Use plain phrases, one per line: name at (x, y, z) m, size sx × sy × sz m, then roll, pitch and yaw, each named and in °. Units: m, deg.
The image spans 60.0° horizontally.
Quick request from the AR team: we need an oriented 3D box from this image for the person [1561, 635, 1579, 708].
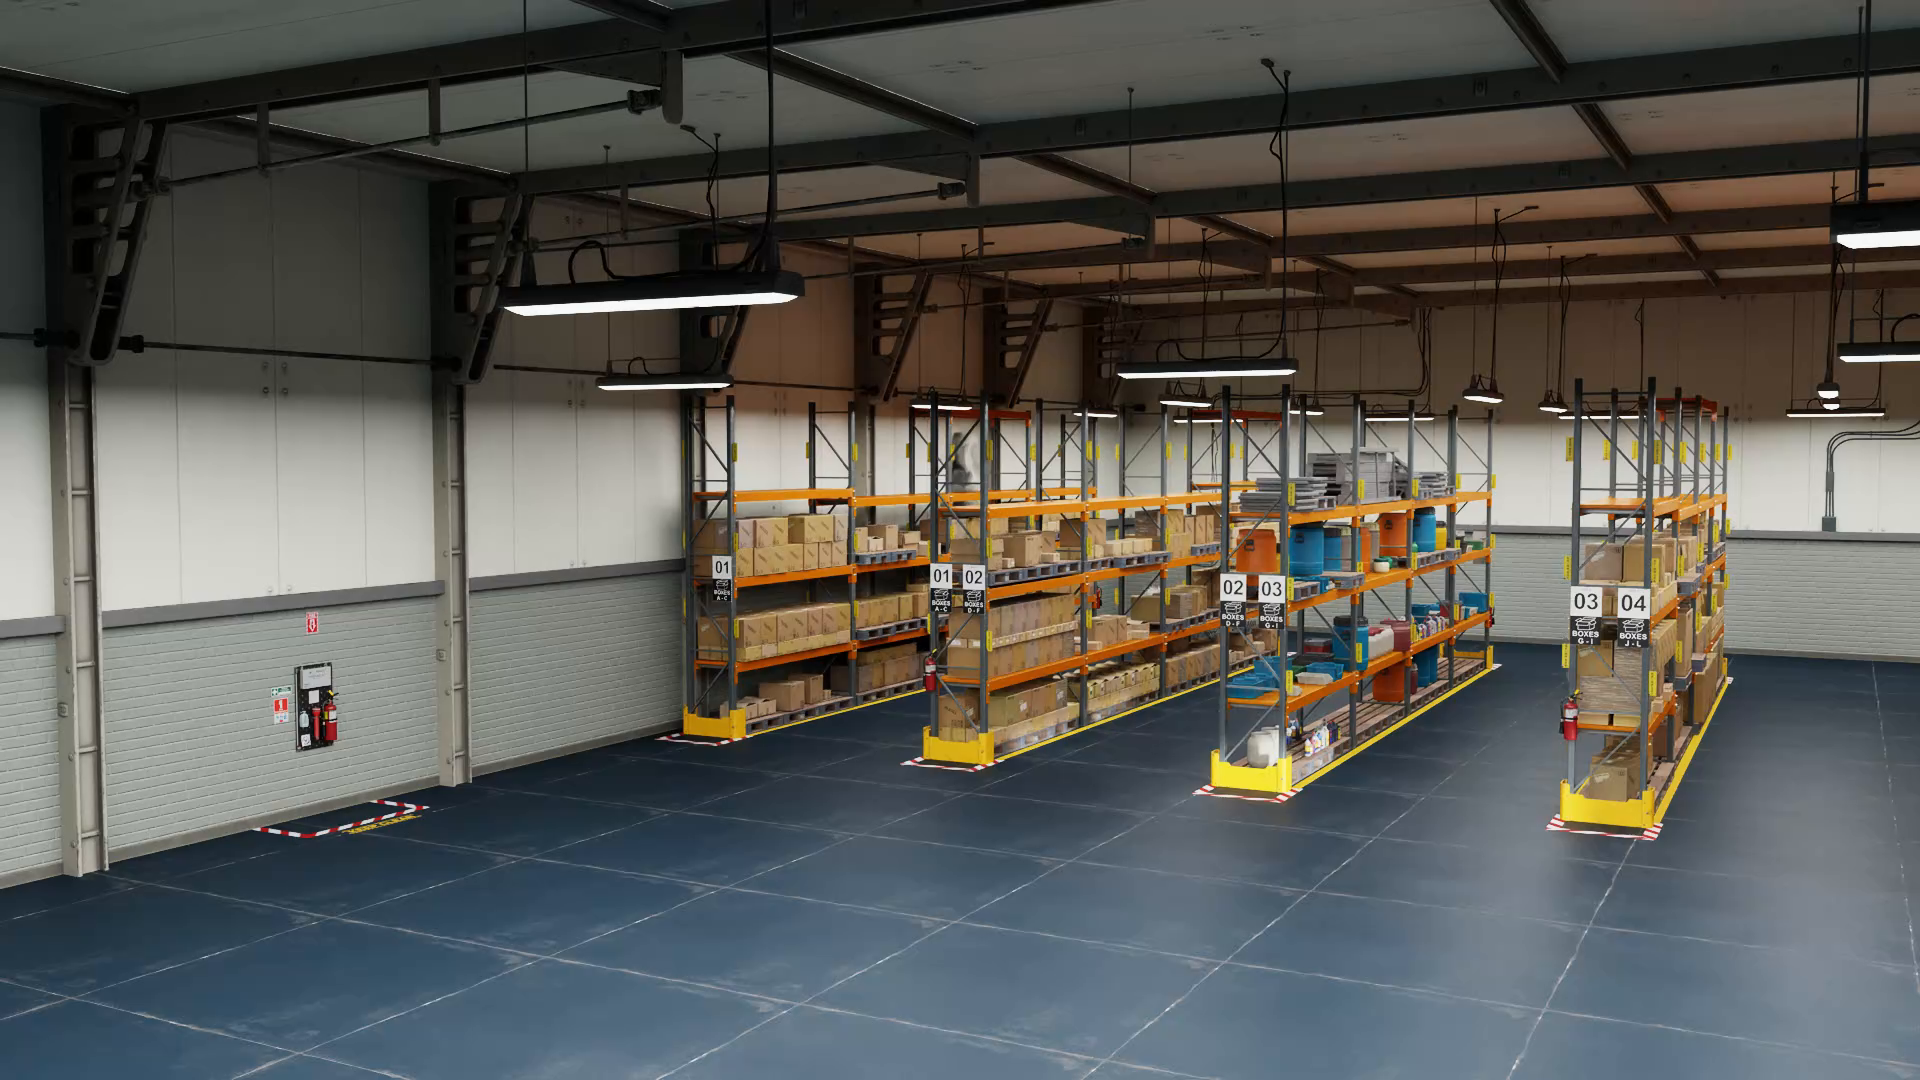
person at (11.946, 2.417, 32.128) m, size 0.640 × 1.777 × 0.694 m, roll 2°, pitch 3°, yaw 27°
